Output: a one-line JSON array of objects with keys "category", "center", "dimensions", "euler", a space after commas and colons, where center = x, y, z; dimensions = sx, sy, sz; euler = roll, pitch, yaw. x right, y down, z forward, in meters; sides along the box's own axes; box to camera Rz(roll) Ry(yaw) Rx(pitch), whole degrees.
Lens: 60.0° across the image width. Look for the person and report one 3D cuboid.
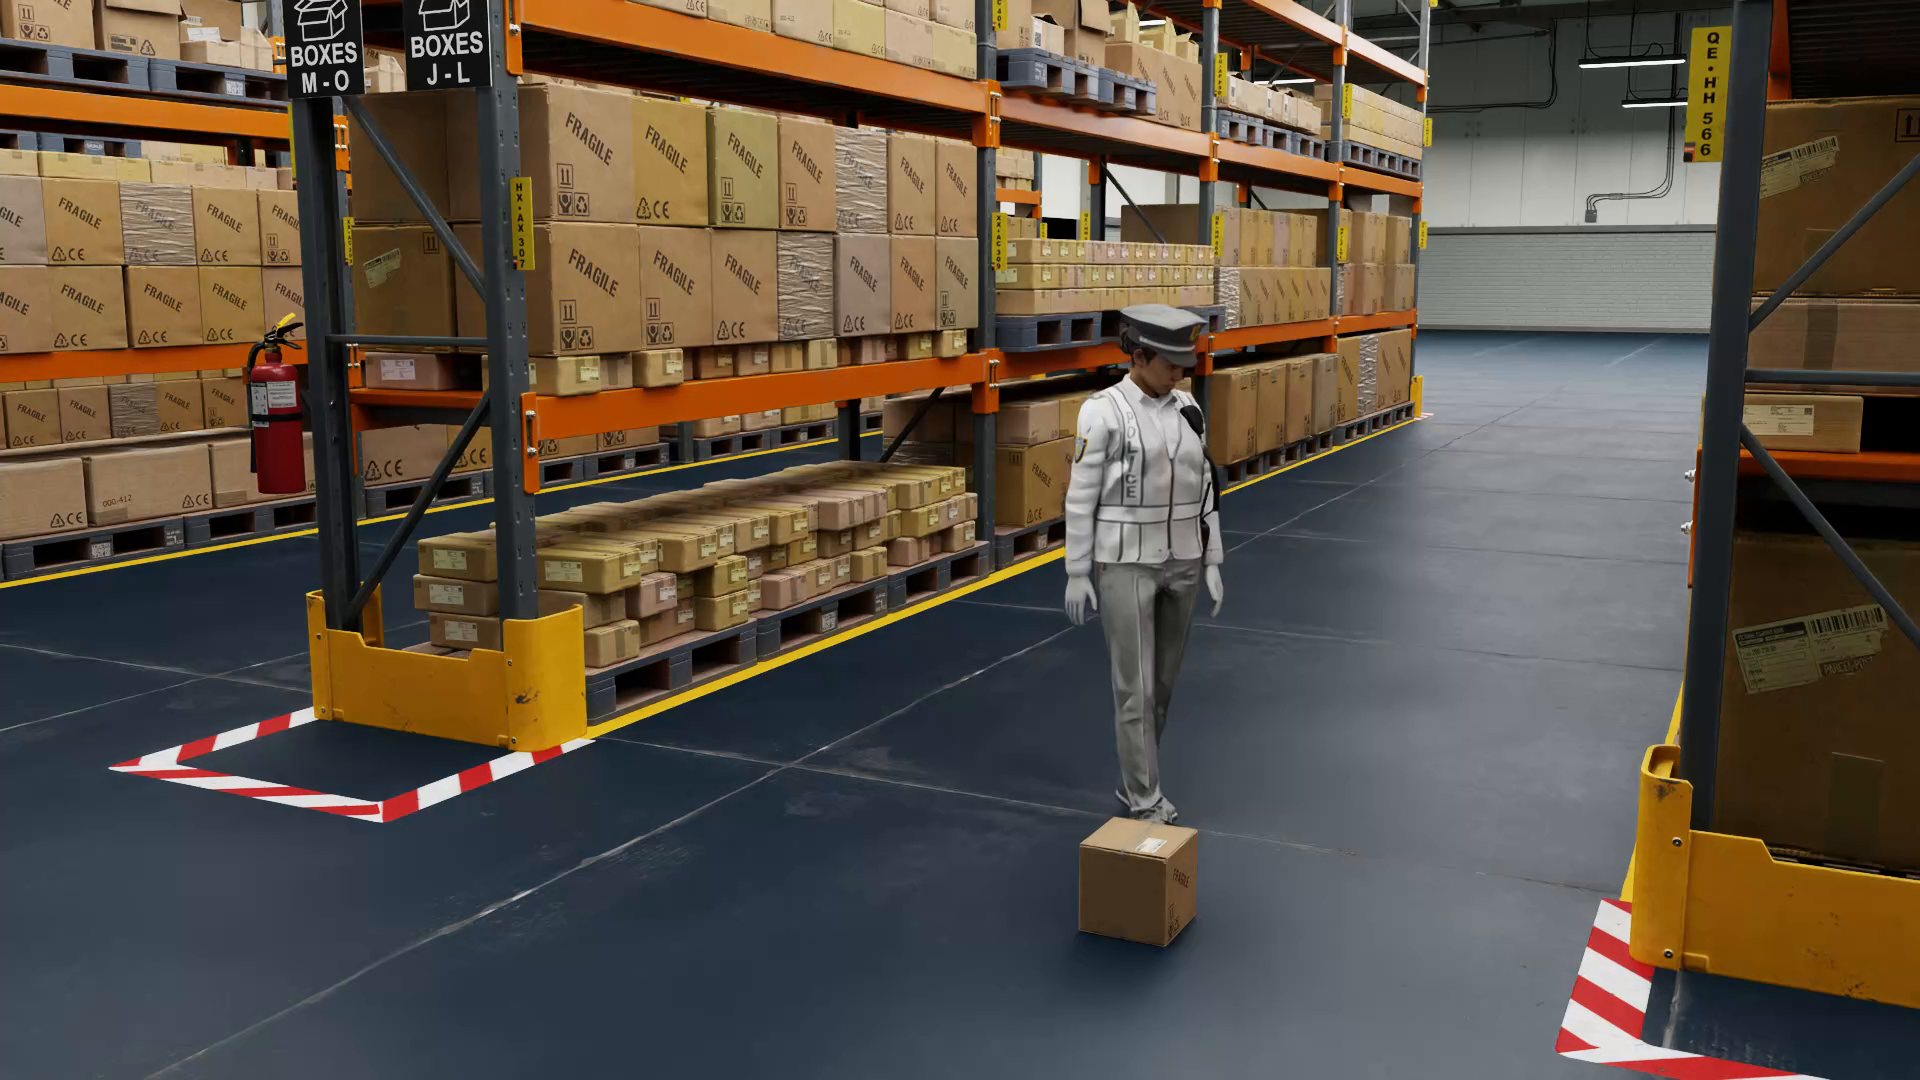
[{"category": "person", "center": [0.629, 0.114, 5.062], "dimensions": [0.524, 1.649, 0.704], "euler": [-5, 10, -26]}]
